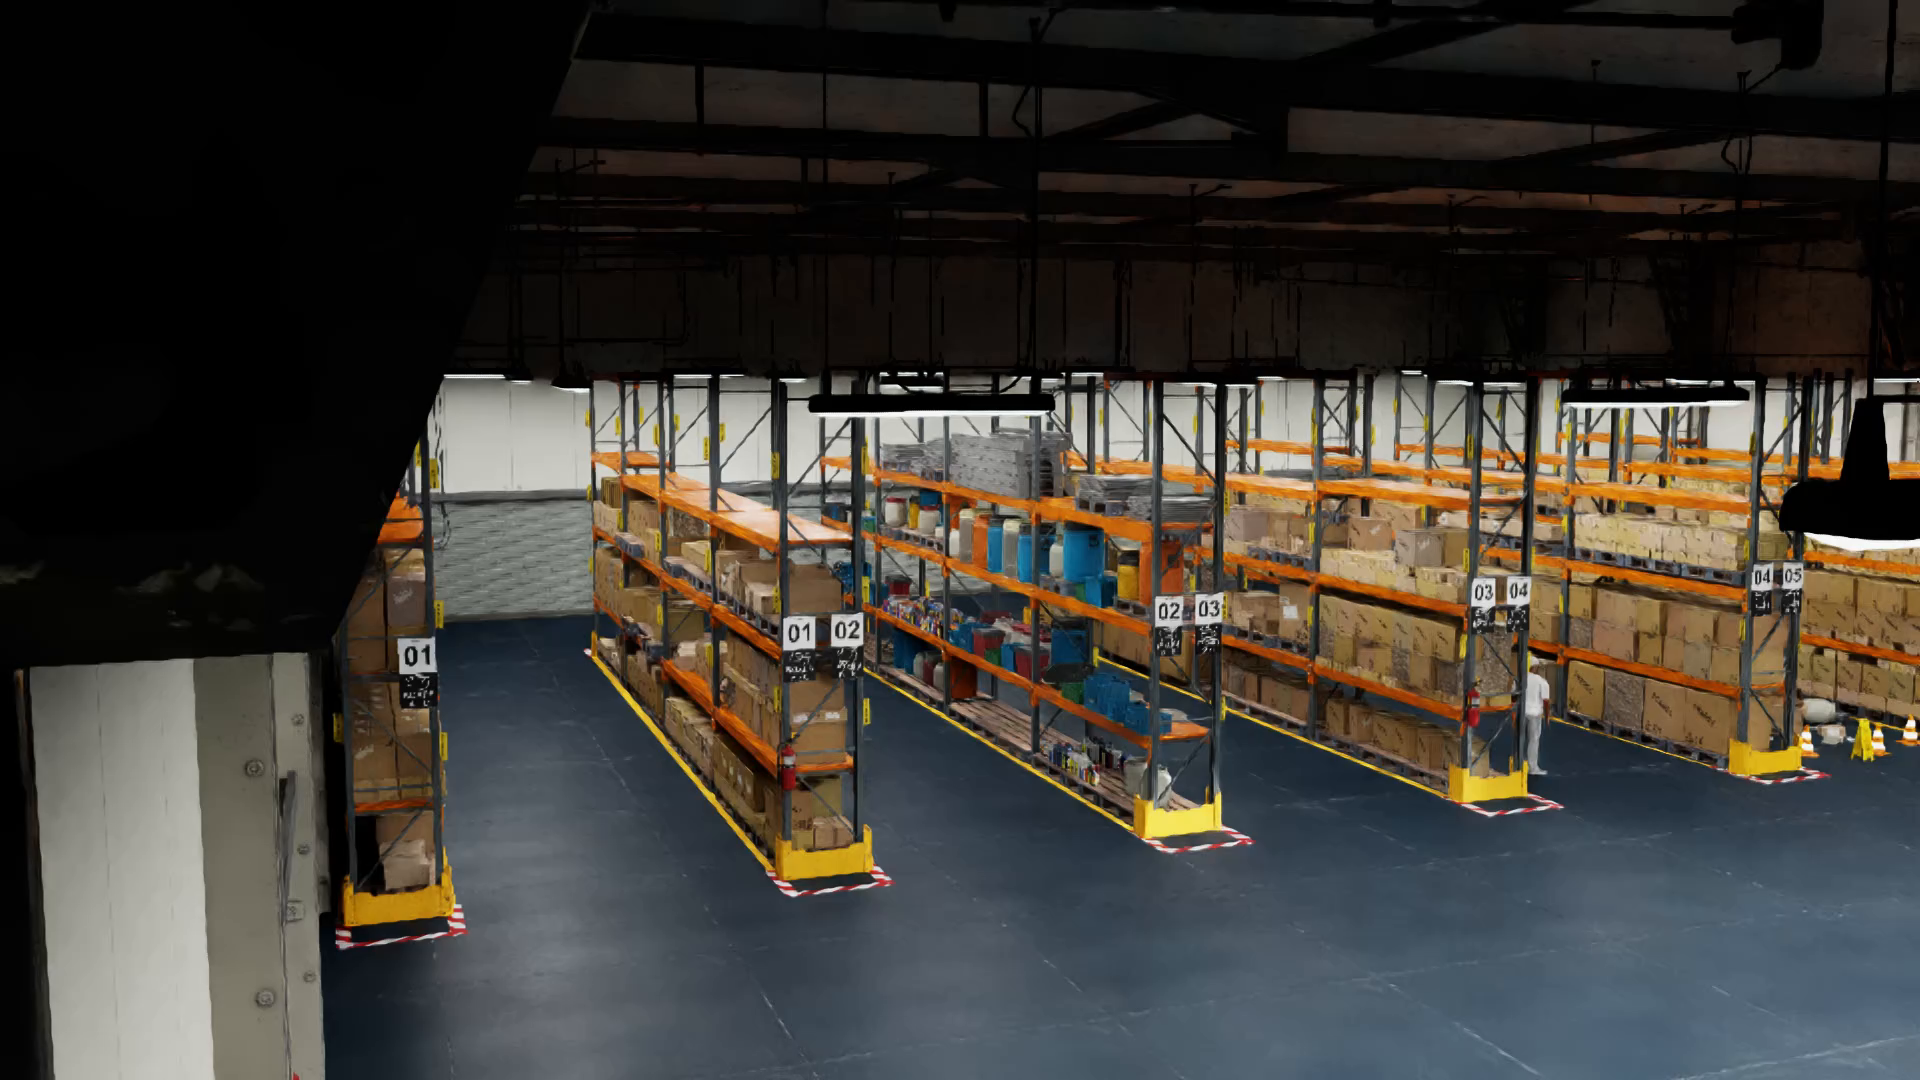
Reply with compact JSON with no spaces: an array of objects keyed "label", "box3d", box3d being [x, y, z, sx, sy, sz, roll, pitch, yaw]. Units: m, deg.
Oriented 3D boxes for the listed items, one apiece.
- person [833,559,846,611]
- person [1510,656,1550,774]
[{"label":"person","box3d":[-2.744,1.253,37.994,0.573,1.666,0.583,2,7,18]},{"label":"person","box3d":[8.651,2.624,25.202,0.645,1.772,0.464,6,9,44]}]
